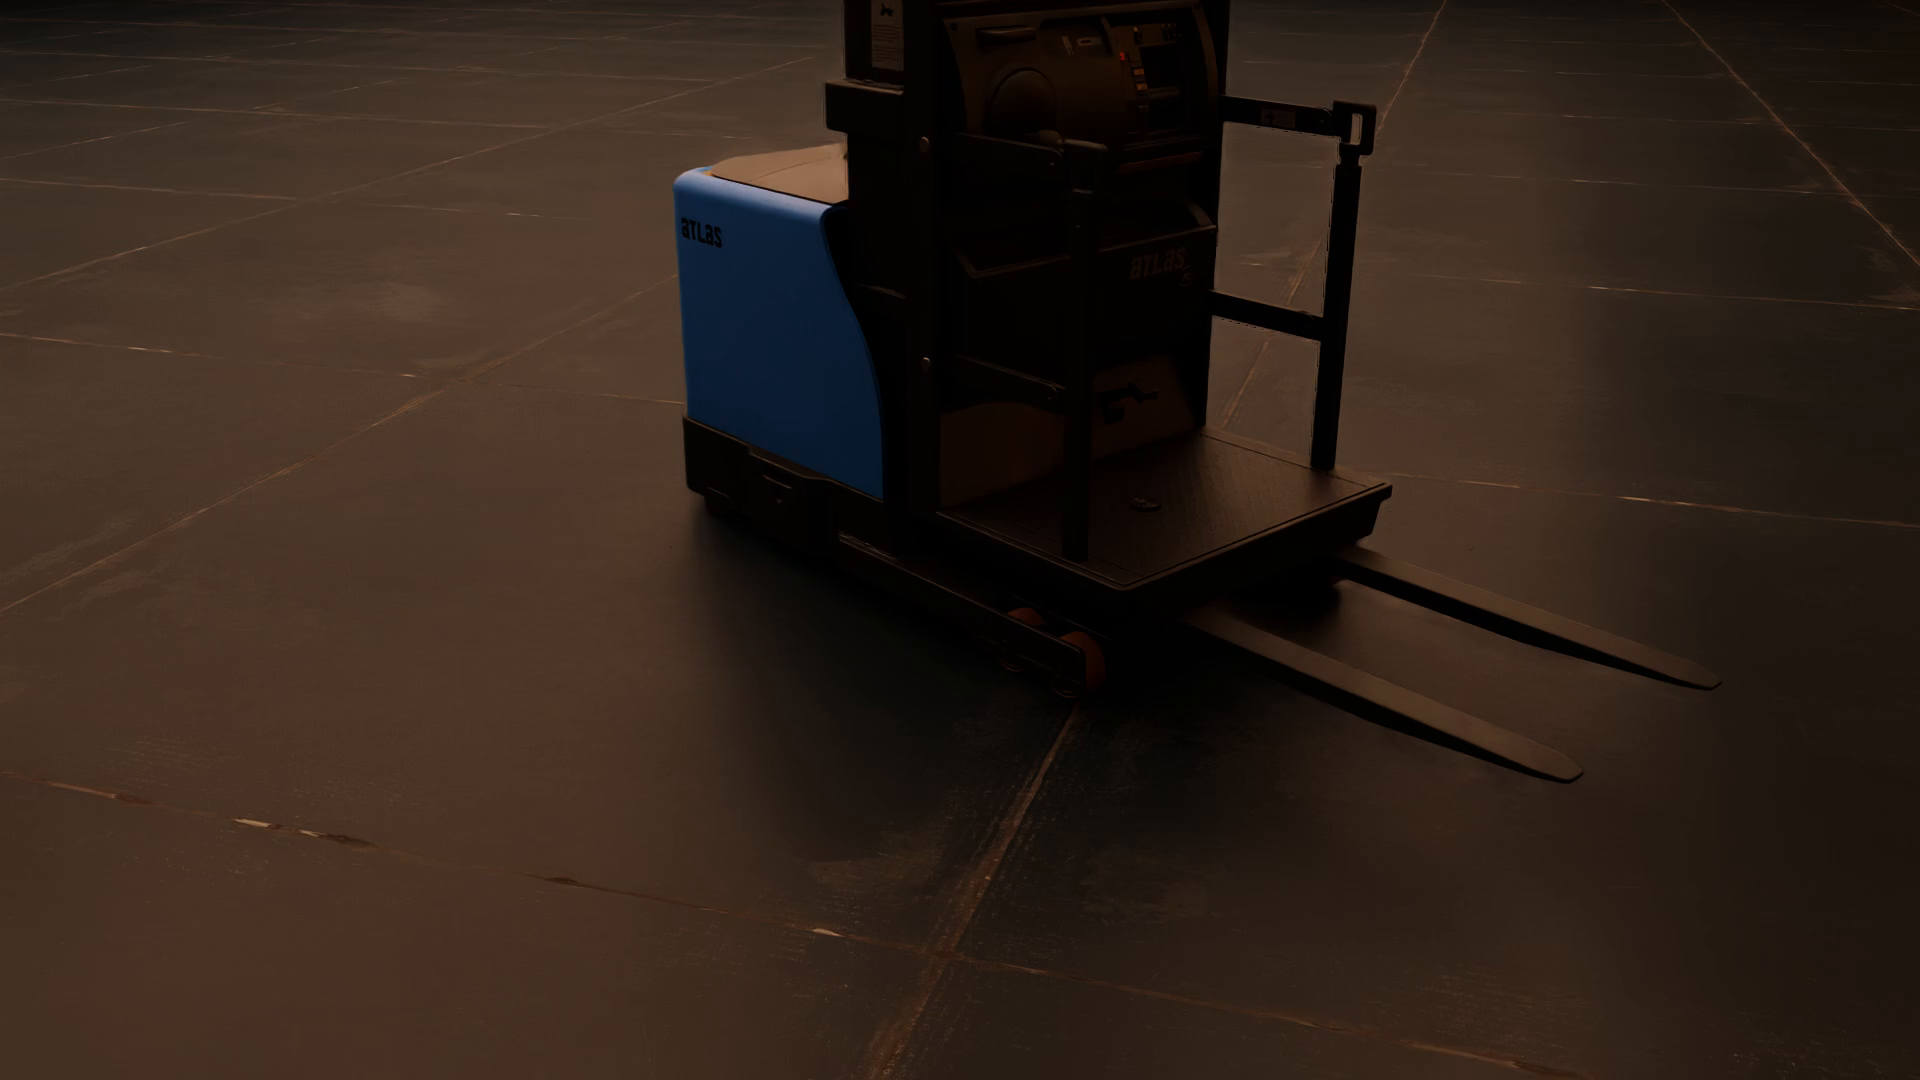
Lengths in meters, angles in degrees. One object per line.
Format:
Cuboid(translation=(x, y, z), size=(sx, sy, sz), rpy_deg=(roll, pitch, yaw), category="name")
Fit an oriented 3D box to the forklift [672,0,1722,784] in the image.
Cuboid(translation=(0.472, -1.177, 4.130), size=(1.130, 2.935, 3.031), rpy_deg=(-19, 29, -38), category="forklift")
